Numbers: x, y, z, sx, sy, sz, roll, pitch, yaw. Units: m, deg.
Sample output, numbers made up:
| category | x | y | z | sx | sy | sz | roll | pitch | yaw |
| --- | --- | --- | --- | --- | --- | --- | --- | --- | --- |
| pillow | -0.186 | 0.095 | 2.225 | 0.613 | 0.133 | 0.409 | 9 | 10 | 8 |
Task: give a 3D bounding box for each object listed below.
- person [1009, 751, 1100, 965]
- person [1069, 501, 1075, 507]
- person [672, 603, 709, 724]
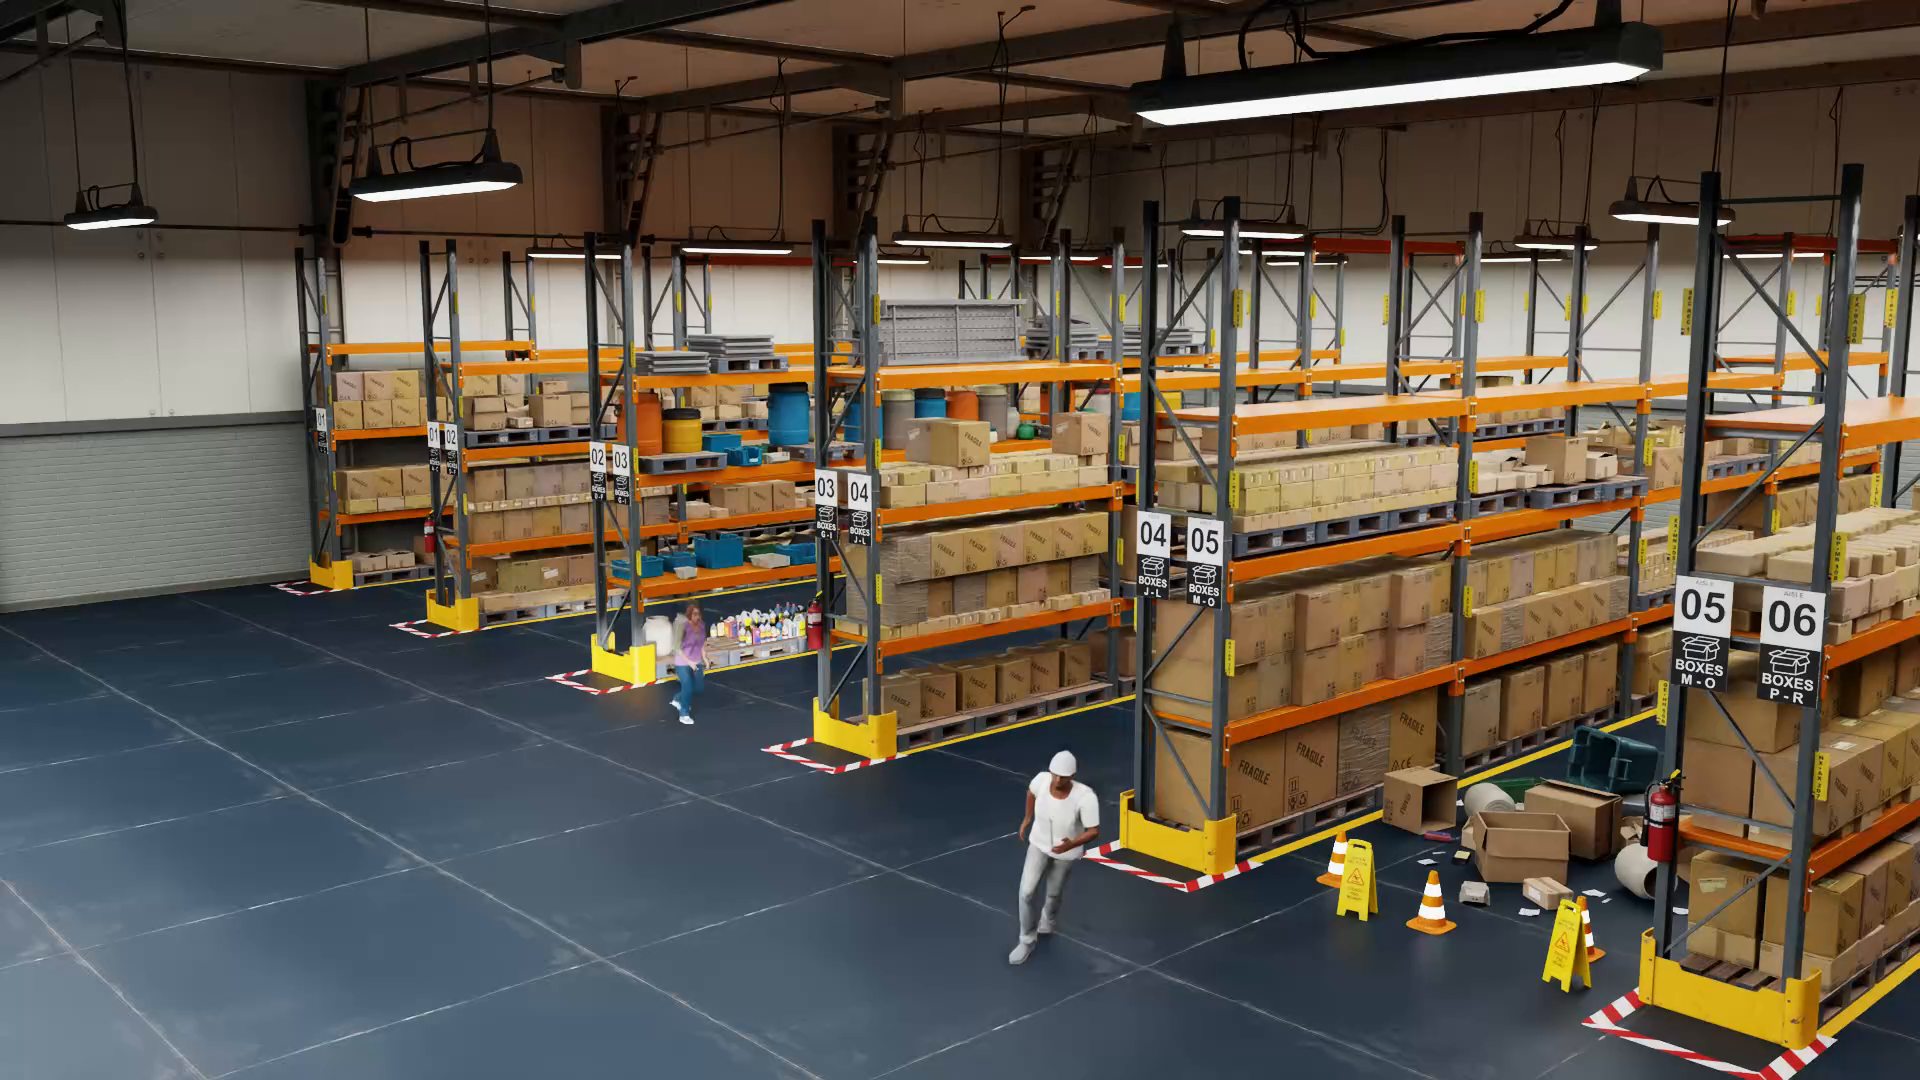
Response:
| category | x | y | z | sx | sy | sz | roll | pitch | yaw |
| --- | --- | --- | --- | --- | --- | --- | --- | --- | --- |
| person | 0.786 | 2.424 | 13.048 | 0.683 | 1.696 | 0.900 | 2 | 9 | 16 |
| person | 2.157 | -0.126 | 30.893 | 0.594 | 1.571 | 0.728 | 7 | 11 | 39 |
| person | -3.315 | 1.481 | 20.102 | 0.687 | 1.519 | 0.512 | 7 | 11 | 41 |
